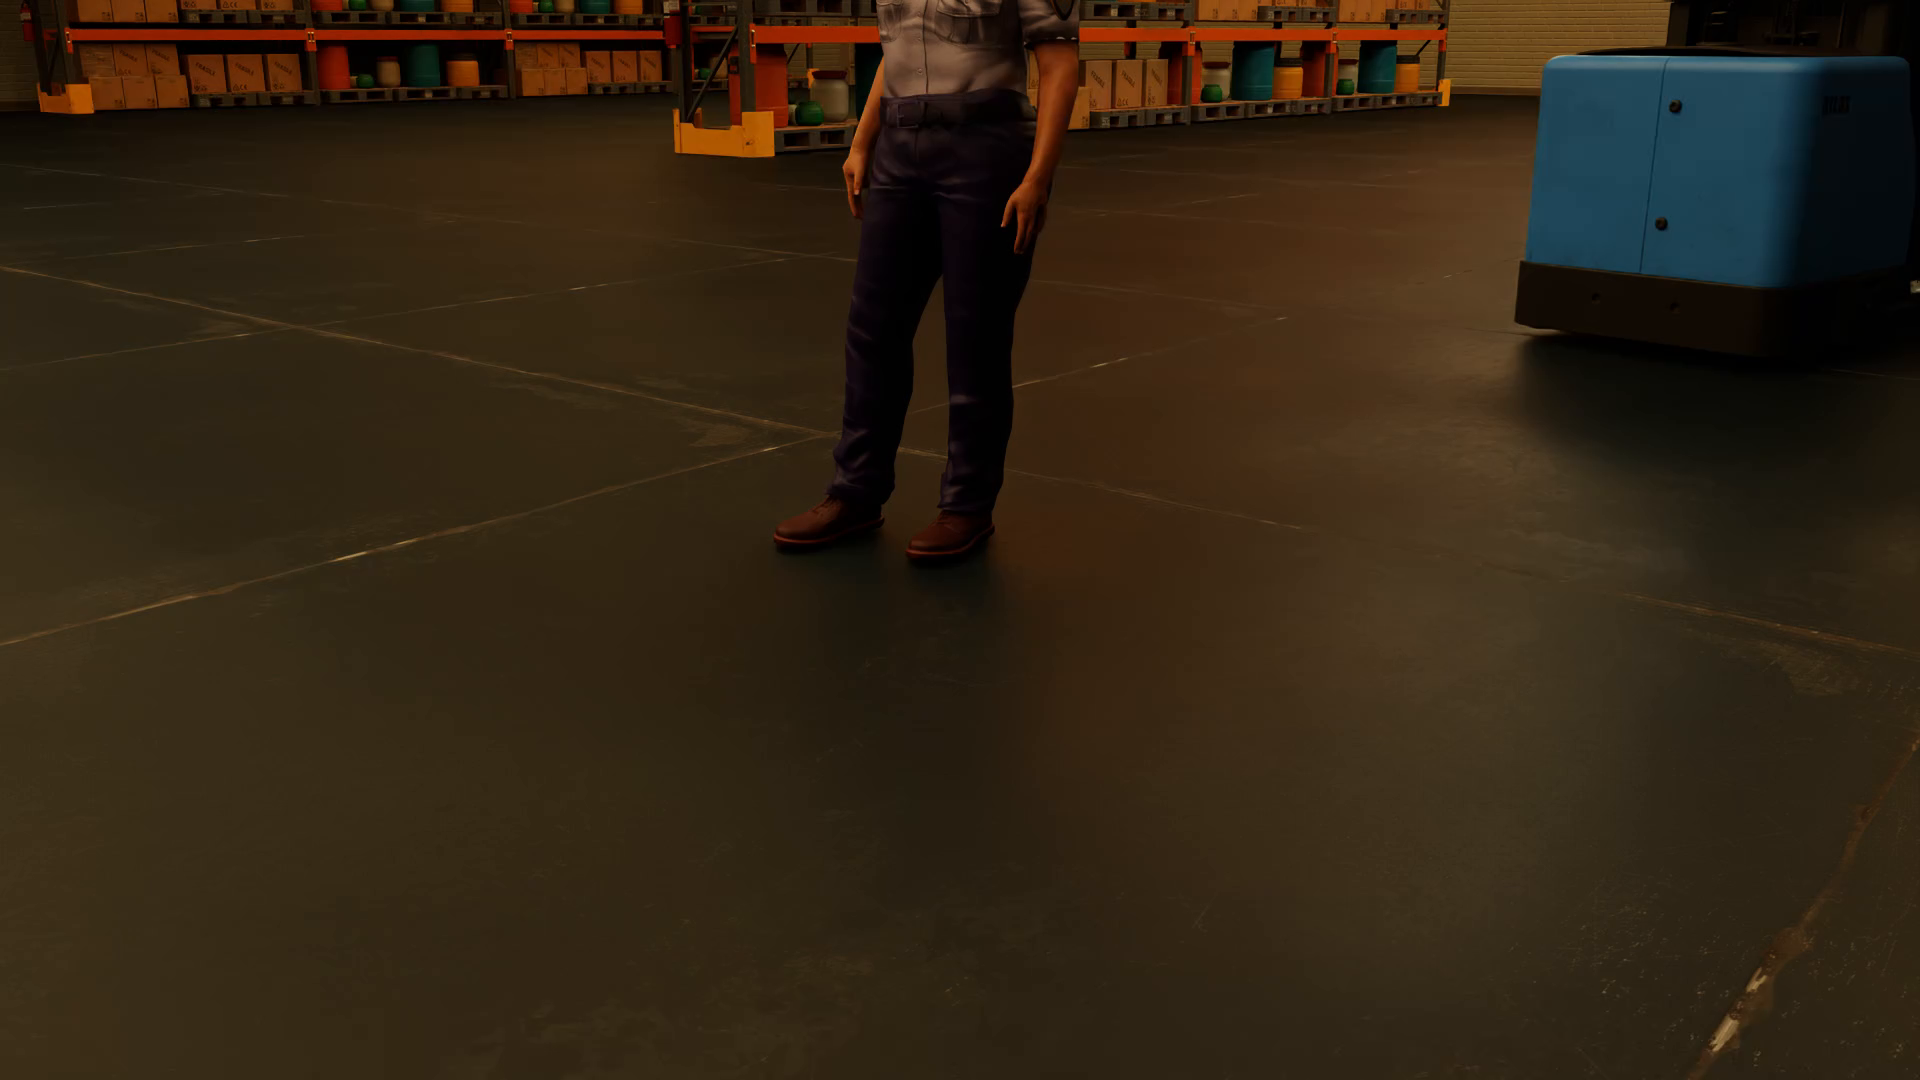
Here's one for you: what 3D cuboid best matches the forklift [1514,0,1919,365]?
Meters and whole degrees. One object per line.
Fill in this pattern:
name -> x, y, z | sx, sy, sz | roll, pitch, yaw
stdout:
forklift -> 3.613, -2.355, 6.655 | 3.031, 2.935, 1.130 | -14, 22, -39

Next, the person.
person -> -0.075, -0.779, 3.648 | 0.598, 1.651, 0.502 | 13, 21, 37
